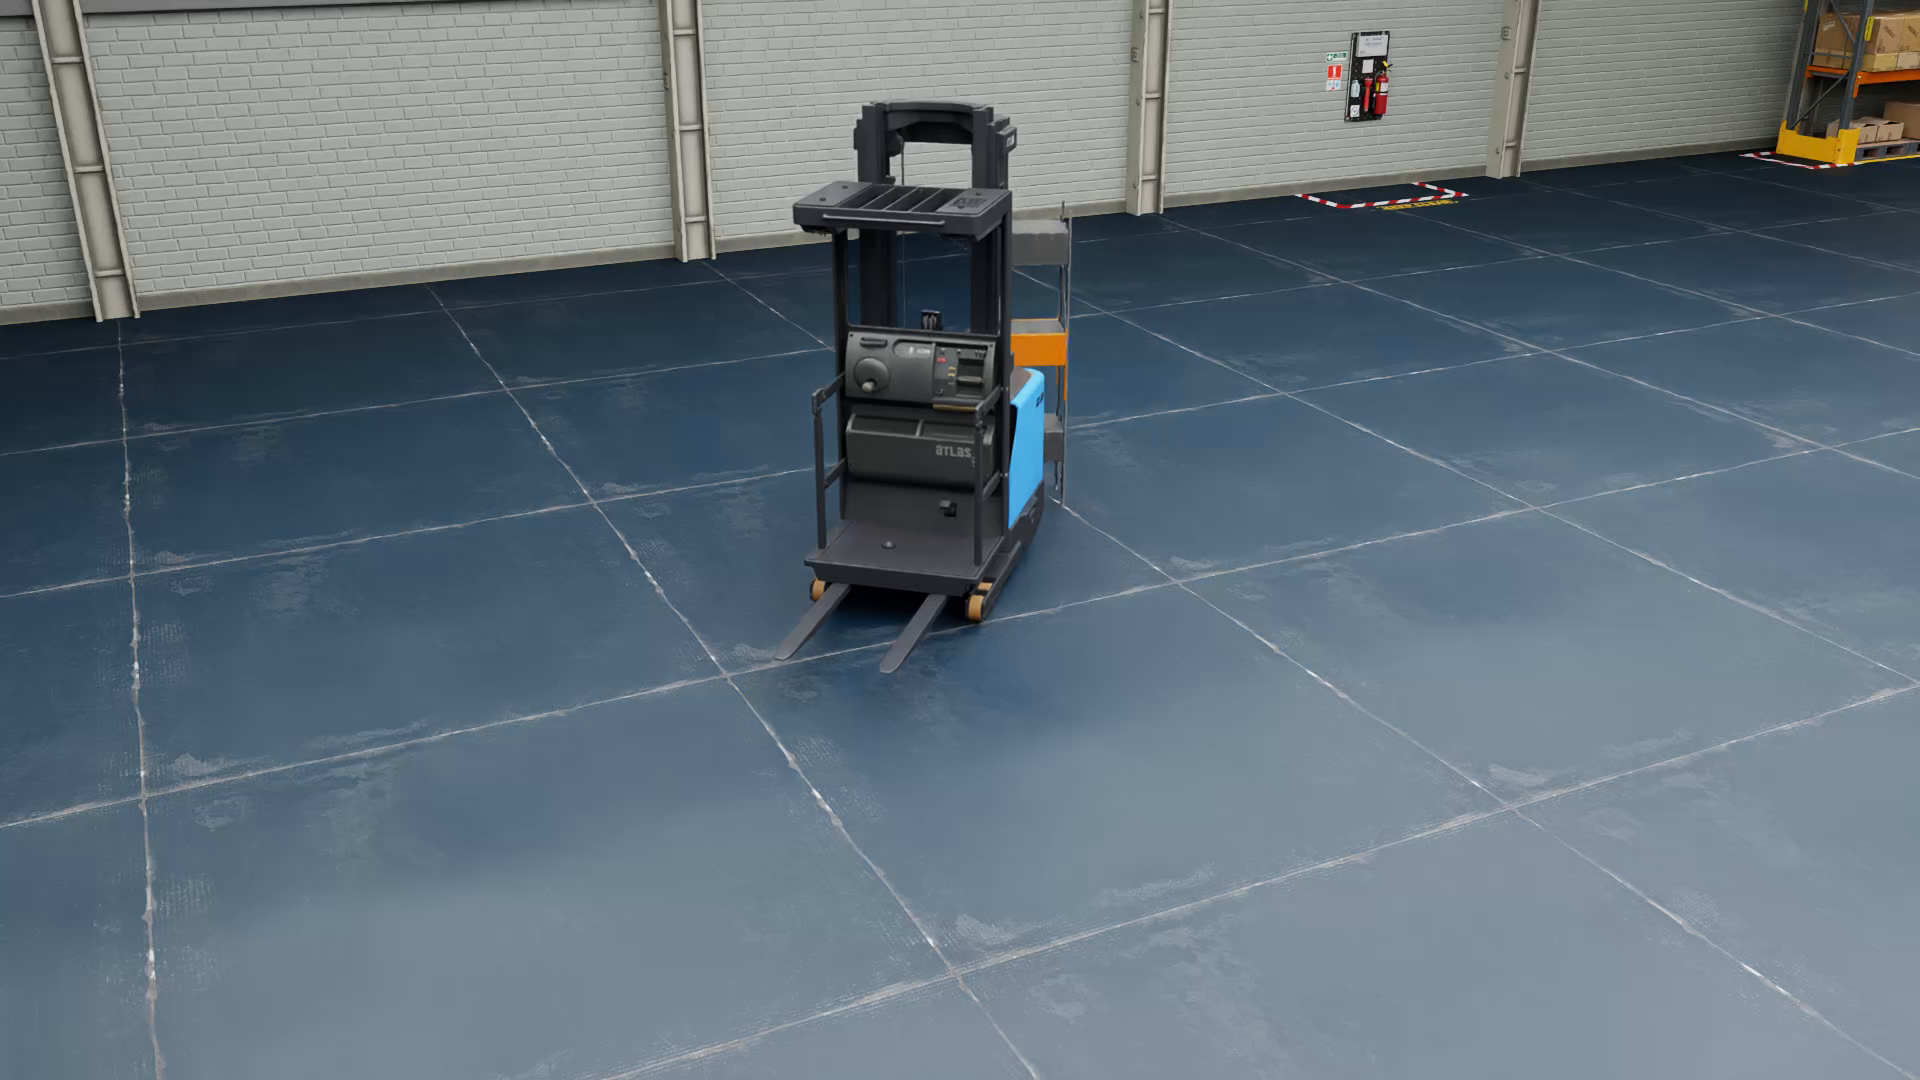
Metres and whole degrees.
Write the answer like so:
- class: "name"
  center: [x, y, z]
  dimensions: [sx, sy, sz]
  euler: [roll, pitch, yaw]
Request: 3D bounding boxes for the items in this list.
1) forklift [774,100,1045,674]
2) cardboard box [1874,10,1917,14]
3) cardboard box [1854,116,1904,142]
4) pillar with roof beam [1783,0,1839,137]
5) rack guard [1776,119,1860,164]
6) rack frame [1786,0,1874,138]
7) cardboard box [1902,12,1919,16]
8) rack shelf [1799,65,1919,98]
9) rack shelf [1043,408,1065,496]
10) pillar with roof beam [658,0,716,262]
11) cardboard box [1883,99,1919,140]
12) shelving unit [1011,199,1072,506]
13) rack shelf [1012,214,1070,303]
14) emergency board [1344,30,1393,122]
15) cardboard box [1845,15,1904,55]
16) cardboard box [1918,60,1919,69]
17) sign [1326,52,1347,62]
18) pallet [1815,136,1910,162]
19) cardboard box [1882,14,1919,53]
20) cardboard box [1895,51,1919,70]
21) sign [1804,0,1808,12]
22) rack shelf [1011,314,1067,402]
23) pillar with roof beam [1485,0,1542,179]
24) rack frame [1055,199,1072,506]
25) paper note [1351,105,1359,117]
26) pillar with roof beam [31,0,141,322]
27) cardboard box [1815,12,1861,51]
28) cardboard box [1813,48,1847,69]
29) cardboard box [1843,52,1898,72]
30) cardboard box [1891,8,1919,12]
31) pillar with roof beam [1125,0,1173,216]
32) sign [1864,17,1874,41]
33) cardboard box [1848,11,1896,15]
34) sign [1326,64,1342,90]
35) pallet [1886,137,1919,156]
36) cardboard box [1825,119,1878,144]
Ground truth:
- class: "forklift"
  center: [-0.298, -1.023, 9.890]
  dimensions: [1.130, 2.935, 3.031]
  euler: [6, 23, 14]
- class: "cardboard box"
  center: [14.187, -7.801, 25.364]
  dimensions: [0.500, 0.500, 0.500]
  euler: [-11, 25, -25]
- class: "cardboard box"
  center: [14.108, -6.335, 25.573]
  dimensions: [0.500, 0.311, 0.500]
  euler: [-8, 24, -19]
- class: "pillar with roof beam"
  center: [15.055, -8.899, 20.982]
  dimensions: [0.400, 9.000, 9.100]
  euler: [-10, 25, -24]
- class: "rack guard"
  center: [13.001, -6.054, 25.221]
  dimensions: [0.348, 0.500, 1.175]
  euler: [-10, 25, -24]
- class: "rack frame"
  center: [12.932, -7.196, 24.713]
  dimensions: [0.127, 3.000, 1.000]
  euler: [-10, 25, -24]
- class: "cardboard box"
  center: [14.411, -7.620, 24.927]
  dimensions: [0.500, 0.500, 0.500]
  euler: [-11, 25, -25]
- class: "rack shelf"
  center: [14.734, -7.195, 25.652]
  dimensions: [4.000, 0.370, 1.077]
  euler: [-10, 25, -24]
- class: "rack shelf"
  center: [0.477, -0.624, 11.879]
  dimensions: [0.480, 0.518, 0.431]
  euler: [-2, 23, -4]
- class: "pillar with roof beam"
  center: [-1.164, -5.913, 13.769]
  dimensions: [0.400, 9.000, 9.100]
  euler: [-10, 25, -24]
- class: "cardboard box"
  center: [14.791, -6.527, 25.790]
  dimensions: [0.500, 0.500, 0.700]
  euler: [-12, 25, -27]
- class: "shelving unit"
  center: [0.477, -1.284, 11.606]
  dimensions: [0.503, 2.100, 0.431]
  euler: [-2, 23, -4]
- class: "rack shelf"
  center: [0.477, -1.918, 11.343]
  dimensions: [0.480, 0.518, 0.431]
  euler: [-2, 23, -4]
- class: "emergency board"
  center: [5.538, -6.218, 22.350]
  dimensions: [0.643, 1.169, 0.194]
  euler: [-10, 25, -24]
- class: "cardboard box"
  center: [13.493, -7.458, 24.535]
  dimensions: [0.500, 0.500, 0.500]
  euler: [-10, 25, -24]
- class: "cardboard box"
  center: [14.433, -7.281, 25.088]
  dimensions: [0.500, 0.250, 0.500]
  euler: [-11, 25, -24]
- class: "sign"
  center: [5.003, -6.421, 22.101]
  dimensions: [0.331, 0.109, 0.001]
  euler: [-10, 25, -24]
- class: "pallet"
  center: [13.748, -6.043, 25.572]
  dimensions: [1.213, 0.211, 1.003]
  euler: [-10, 25, -24]
- class: "cardboard box"
  center: [13.942, -7.537, 24.725]
  dimensions: [0.500, 0.500, 0.500]
  euler: [-10, 25, -23]
- class: "cardboard box"
  center: [13.971, -7.199, 24.889]
  dimensions: [0.500, 0.250, 0.500]
  euler: [-11, 25, -25]
- class: "sign"
  center: [12.710, -8.072, 24.901]
  dimensions: [0.005, 0.325, 0.100]
  euler: [-10, 25, -24]
- class: "rack shelf"
  center: [0.477, -1.271, 11.611]
  dimensions: [0.480, 0.518, 0.431]
  euler: [-2, 23, -4]
- class: "pillar with roof beam"
  center: [9.649, -7.903, 18.577]
  dimensions: [0.400, 9.000, 9.100]
  euler: [-10, 25, -24]
- class: "rack frame"
  center: [0.721, -1.291, 11.624]
  dimensions: [0.015, 2.100, 0.400]
  euler: [-2, 23, -4]
- class: "paper note"
  center: [5.349, -5.806, 22.505]
  dimensions: [0.142, 0.148, 0.016]
  euler: [-10, 25, -24]
- class: "pillar with roof beam"
  center: [-6.570, -4.918, 11.364]
  dimensions: [0.400, 9.000, 9.100]
  euler: [-10, 25, -24]
- class: "cardboard box"
  center: [13.265, -7.634, 24.960]
  dimensions: [0.500, 0.500, 0.500]
  euler: [-11, 25, -24]
- class: "cardboard box"
  center: [13.269, -7.280, 25.086]
  dimensions: [0.500, 0.250, 0.500]
  euler: [-10, 25, -23]
- class: "cardboard box"
  center: [13.510, -7.108, 24.669]
  dimensions: [0.500, 0.250, 0.500]
  euler: [-11, 25, -25]
- class: "cardboard box"
  center: [14.640, -7.885, 25.566]
  dimensions: [0.500, 0.500, 0.500]
  euler: [-10, 25, -23]
- class: "pillar with roof beam"
  center: [4.242, -6.908, 16.173]
  dimensions: [0.400, 9.000, 9.100]
  euler: [-10, 25, -24]
- class: "sign"
  center: [13.168, -7.409, 24.095]
  dimensions: [0.005, 0.325, 0.100]
  euler: [-10, 25, -24]
- class: "cardboard box"
  center: [13.723, -7.714, 25.153]
  dimensions: [0.500, 0.500, 0.500]
  euler: [-10, 25, -23]
- class: "sign"
  center: [4.995, -6.179, 22.208]
  dimensions: [0.234, 0.329, 0.001]
  euler: [-10, 25, -24]
- class: "pallet"
  center: [14.846, -6.244, 26.058]
  dimensions: [1.213, 0.211, 1.003]
  euler: [-10, 25, -24]
- class: "cardboard box"
  center: [13.595, -6.241, 25.345]
  dimensions: [0.500, 0.311, 0.500]
  euler: [-14, 26, -30]
